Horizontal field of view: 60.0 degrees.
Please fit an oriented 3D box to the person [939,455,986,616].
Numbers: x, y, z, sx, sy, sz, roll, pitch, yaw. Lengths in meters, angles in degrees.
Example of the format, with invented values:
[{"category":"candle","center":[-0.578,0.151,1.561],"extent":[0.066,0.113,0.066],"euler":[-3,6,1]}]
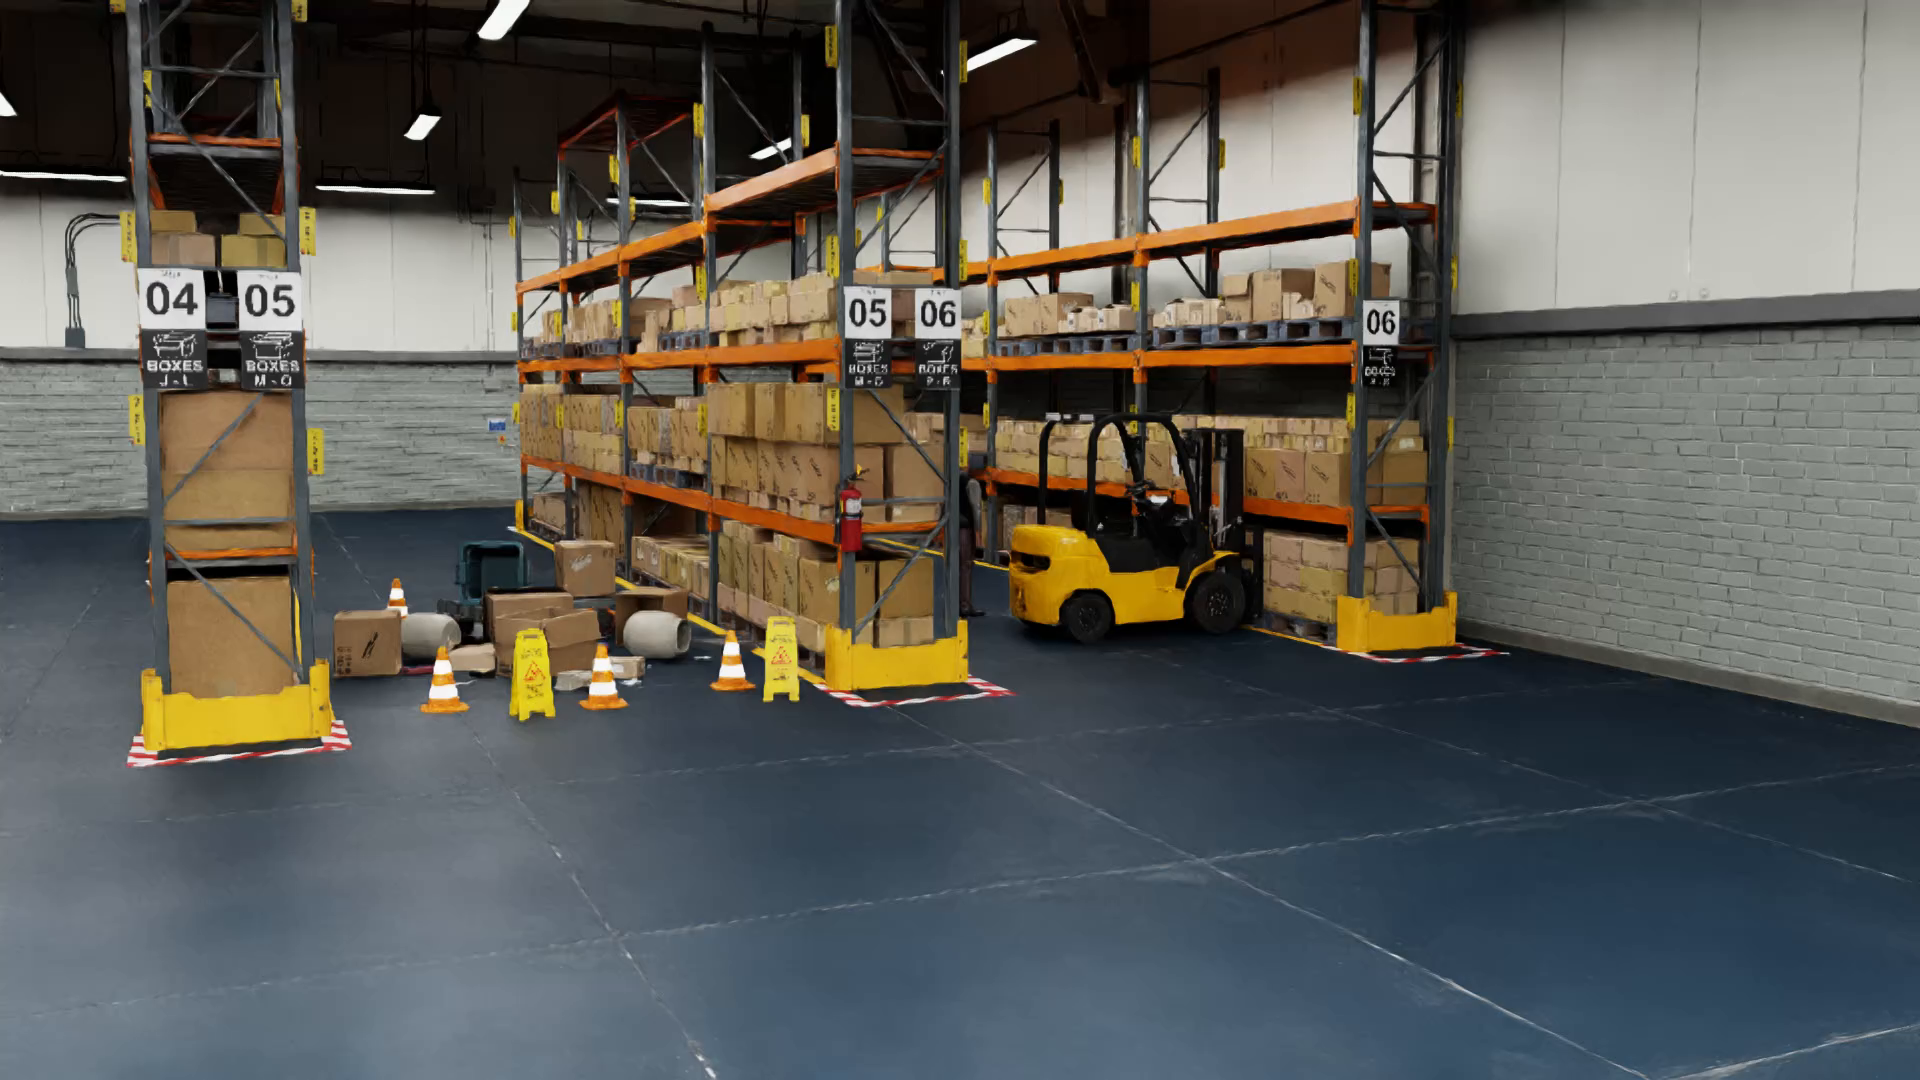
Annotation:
[{"category":"person","center":[0.040,-0.083,17.477],"extent":[0.588,1.730,0.470],"euler":[5,7,42]}]
